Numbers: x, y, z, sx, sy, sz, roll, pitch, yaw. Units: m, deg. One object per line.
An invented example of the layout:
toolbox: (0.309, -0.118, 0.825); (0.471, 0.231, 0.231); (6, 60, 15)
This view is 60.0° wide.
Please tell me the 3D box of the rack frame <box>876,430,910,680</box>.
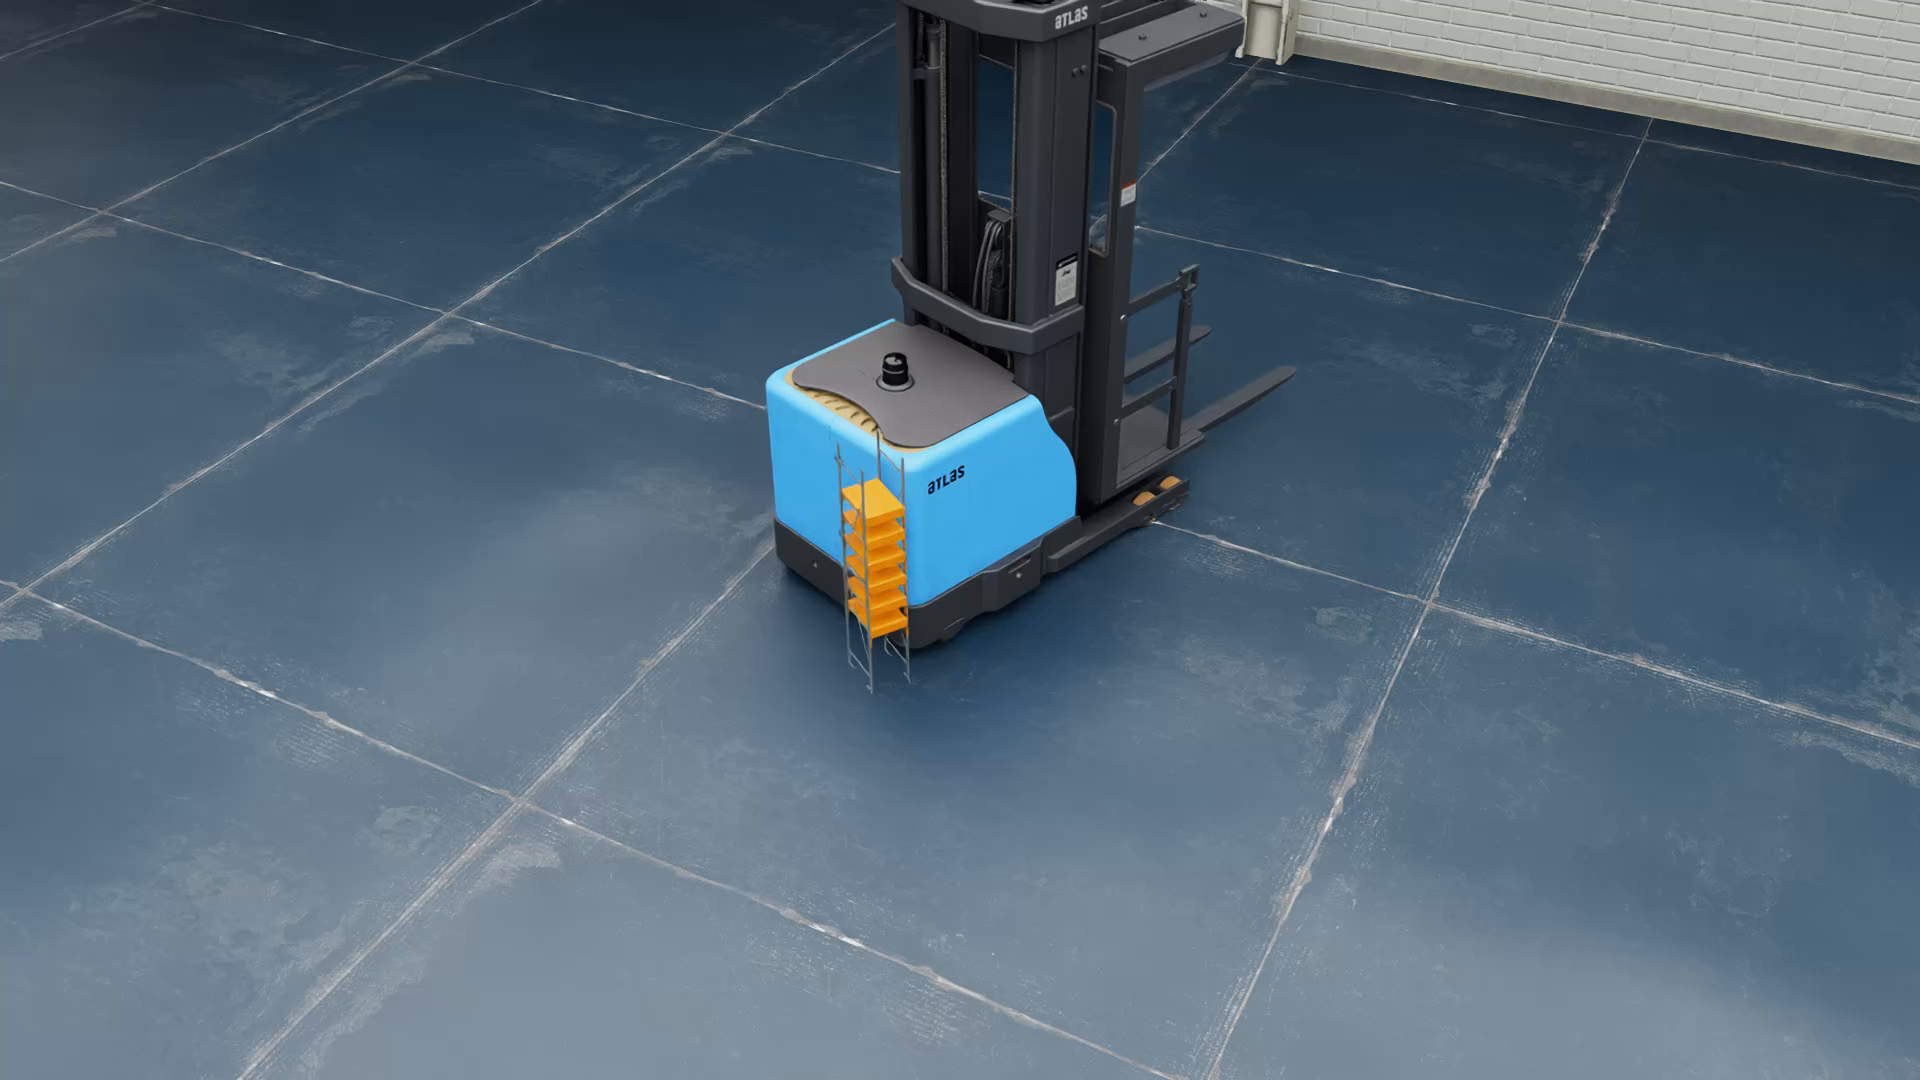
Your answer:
rack frame: (-0.287, 0.086, 7.165); (0.006, 1.200, 0.240); (-19, 41, -23)

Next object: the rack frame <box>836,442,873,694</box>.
rack frame: (-0.446, 0.140, 7.093); (0.006, 1.200, 0.240); (-19, 41, -23)

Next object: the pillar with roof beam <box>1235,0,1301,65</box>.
pillar with roof beam: (0.483, -5.199, 7.676); (0.400, 9.000, 9.100); (17, 41, 21)

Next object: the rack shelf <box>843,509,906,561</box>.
rack shelf: (-0.366, -0.043, 7.011); (0.180, 0.103, 0.258); (-19, 41, -23)

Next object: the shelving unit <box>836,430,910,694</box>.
shelving unit: (-0.366, 0.113, 7.129); (0.189, 1.200, 0.258); (-19, 41, -23)

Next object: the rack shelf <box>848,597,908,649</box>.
rack shelf: (-0.366, 0.339, 7.301); (0.180, 0.103, 0.258); (-19, 41, -23)

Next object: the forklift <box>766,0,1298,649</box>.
forklift: (0.528, -1.450, 7.756); (3.031, 2.935, 1.130); (-30, 46, -33)

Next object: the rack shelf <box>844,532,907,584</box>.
rack shelf: (-0.366, 0.052, 7.083); (0.180, 0.103, 0.258); (-19, 41, -23)

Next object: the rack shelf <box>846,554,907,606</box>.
rack shelf: (-0.366, 0.148, 7.156); (0.180, 0.103, 0.258); (-19, 41, -23)

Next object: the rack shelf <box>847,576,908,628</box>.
rack shelf: (-0.366, 0.244, 7.228); (0.180, 0.103, 0.258); (-19, 41, -23)

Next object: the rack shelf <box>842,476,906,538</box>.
rack shelf: (-0.366, -0.139, 6.938); (0.180, 0.103, 0.258); (-19, 41, -23)
